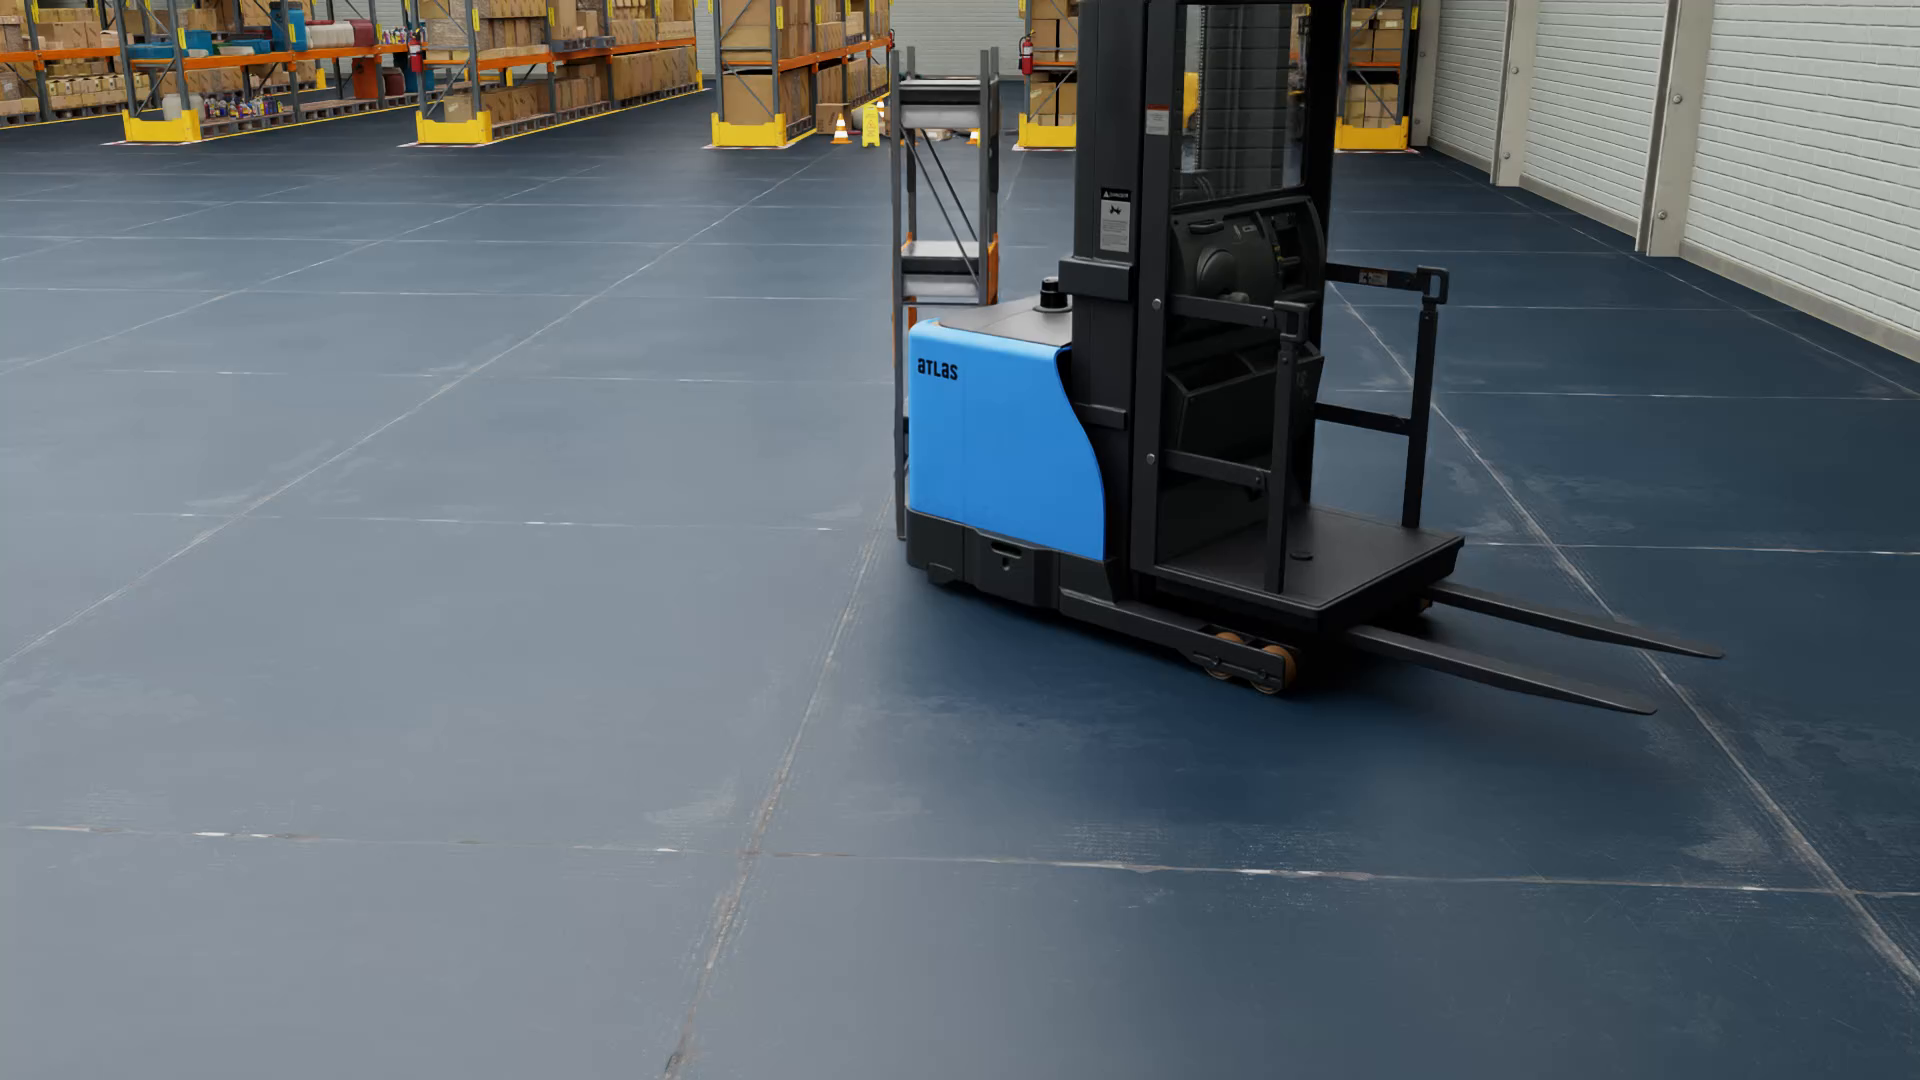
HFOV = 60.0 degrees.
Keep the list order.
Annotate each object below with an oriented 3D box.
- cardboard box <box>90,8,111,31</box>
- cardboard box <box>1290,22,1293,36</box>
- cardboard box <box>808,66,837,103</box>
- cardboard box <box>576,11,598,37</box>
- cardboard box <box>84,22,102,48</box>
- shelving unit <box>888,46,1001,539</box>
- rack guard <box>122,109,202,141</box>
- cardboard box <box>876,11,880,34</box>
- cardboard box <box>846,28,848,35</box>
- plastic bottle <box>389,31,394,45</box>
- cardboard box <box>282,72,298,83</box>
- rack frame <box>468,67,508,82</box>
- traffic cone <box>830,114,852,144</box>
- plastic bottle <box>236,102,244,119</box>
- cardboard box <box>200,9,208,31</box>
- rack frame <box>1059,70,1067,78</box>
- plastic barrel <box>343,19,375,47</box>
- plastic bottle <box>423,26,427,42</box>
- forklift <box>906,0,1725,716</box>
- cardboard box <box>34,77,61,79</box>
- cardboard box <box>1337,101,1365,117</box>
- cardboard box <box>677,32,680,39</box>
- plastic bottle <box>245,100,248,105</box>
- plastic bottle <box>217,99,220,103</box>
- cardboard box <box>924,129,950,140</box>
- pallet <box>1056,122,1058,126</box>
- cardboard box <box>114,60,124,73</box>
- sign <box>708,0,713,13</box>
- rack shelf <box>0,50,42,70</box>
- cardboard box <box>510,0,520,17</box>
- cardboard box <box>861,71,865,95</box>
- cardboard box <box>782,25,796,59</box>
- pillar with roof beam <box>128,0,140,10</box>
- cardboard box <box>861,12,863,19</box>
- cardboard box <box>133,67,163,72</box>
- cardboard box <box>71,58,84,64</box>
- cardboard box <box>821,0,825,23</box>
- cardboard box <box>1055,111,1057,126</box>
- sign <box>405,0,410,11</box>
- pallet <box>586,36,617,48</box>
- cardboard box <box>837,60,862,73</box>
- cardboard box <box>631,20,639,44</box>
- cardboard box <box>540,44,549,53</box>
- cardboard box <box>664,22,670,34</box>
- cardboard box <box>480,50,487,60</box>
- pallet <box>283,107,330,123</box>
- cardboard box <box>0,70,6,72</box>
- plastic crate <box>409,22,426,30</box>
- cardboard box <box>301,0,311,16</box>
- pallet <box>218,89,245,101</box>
[{"bbox_3d":[-22.093,-13.044,41.933,0.980,0.700,0.700,1,18,3],"label":"cardboard box"},{"bbox_3d":[6.746,-10.018,32.617,0.500,0.250,0.500,2,18,6],"label":"cardboard box"},{"bbox_3d":[-3.030,-9.000,33.011,1.050,0.750,0.750,2,18,5],"label":"cardboard box"},{"bbox_3d":[-7.716,-10.373,33.428,0.700,0.500,0.500,4,19,12],"label":"cardboard box"},{"bbox_3d":[-17.761,-10.219,33.631,0.500,0.500,0.500,0,18,1],"label":"cardboard box"},{"bbox_3d":[-0.058,-1.073,7.325,0.431,2.100,0.503,2,18,6],"label":"shelving unit"},{"bbox_3d":[-13.332,-6.933,27.778,1.175,0.500,0.348,1,18,4],"label":"rack guard"},{"bbox_3d":[-2.163,-12.217,39.252,0.500,0.500,0.500,1,18,3],"label":"cardboard box"},{"bbox_3d":[-2.565,-10.710,35.020,0.380,0.149,0.250,2,18,7],"label":"cardboard box"},{"bbox_3d":[-12.275,-10.837,35.865,0.061,0.283,0.133,1,18,4],"label":"plastic bottle"},{"bbox_3d":[-16.975,-11.611,41.749,0.500,0.250,0.500,1,18,4],"label":"cardboard box"},{"bbox_3d":[-12.144,-13.065,42.479,1.000,3.000,0.127,1,18,4],"label":"rack frame"},{"bbox_3d":[-1.956,-6.771,27.344,0.336,0.463,0.334,1,18,4],"label":"traffic cone"},{"bbox_3d":[-12.815,-7.640,29.579,0.061,0.283,0.133,2,18,5],"label":"plastic bottle"},{"bbox_3d":[-17.614,-11.825,37.858,0.700,0.500,0.500,4,19,13],"label":"cardboard box"},{"bbox_3d":[1.821,-9.007,30.093,1.000,3.000,0.127,1,18,4],"label":"rack frame"},{"bbox_3d":[-12.448,-10.495,34.415,0.600,0.536,0.708,1,18,4],"label":"plastic barrel"},{"bbox_3d":[-12.170,-11.507,37.802,0.144,0.351,0.185,1,18,4],"label":"plastic bottle"},{"bbox_3d":[1.210,-1.041,5.893,3.031,2.935,1.130,16,24,39],"label":"forklift"},{"bbox_3d":[-18.132,-9.058,33.092,0.500,0.311,0.500,1,18,4],"label":"cardboard box"},{"bbox_3d":[6.208,-6.943,26.734,0.500,0.250,0.500,1,18,3],"label":"cardboard box"},{"bbox_3d":[-7.010,-12.243,40.372,0.380,0.149,0.250,2,18,5],"label":"cardboard box"},{"bbox_3d":[-12.921,-7.842,30.195,0.061,0.283,0.133,1,18,4],"label":"plastic bottle"},{"bbox_3d":[-13.542,-7.906,30.390,0.061,0.283,0.133,2,18,6],"label":"plastic bottle"},{"bbox_3d":[-0.387,-6.862,28.125,0.380,0.149,0.250,12,22,32],"label":"cardboard box"},{"bbox_3d":[1.723,-7.092,28.728,1.003,0.211,1.213,1,18,4],"label":"pallet"},{"bbox_3d":[-21.976,-12.079,42.808,0.700,0.500,0.500,1,18,4],"label":"cardboard box"},{"bbox_3d":[-3.951,-8.523,26.376,0.100,0.325,0.005,1,18,4],"label":"sign"},{"bbox_3d":[-18.088,-8.487,29.663,1.077,0.370,4.000,1,18,4],"label":"rack shelf"},{"bbox_3d":[-7.932,-9.280,28.683,0.500,0.500,0.500,1,18,4],"label":"cardboard box"},{"bbox_3d":[-2.389,-10.187,37.036,0.500,0.500,0.500,1,18,3],"label":"cardboard box"},{"bbox_3d":[-3.246,-8.373,27.919,0.875,0.550,0.550,1,18,4],"label":"cardboard box"},{"bbox_3d":[-18.400,-16.899,44.545,9.100,9.000,0.400,1,18,4],"label":"pillar with roof beam"},{"bbox_3d":[-2.384,-11.804,37.404,0.380,0.149,0.250,2,18,6],"label":"cardboard box"},{"bbox_3d":[-17.825,-10.383,36.398,0.500,0.250,0.500,2,18,6],"label":"cardboard box"},{"bbox_3d":[-21.912,-11.859,41.095,0.380,0.149,0.250,1,18,2],"label":"cardboard box"},{"bbox_3d":[-2.985,-10.236,32.079,0.700,0.500,0.500,1,18,3],"label":"cardboard box"},{"bbox_3d":[1.369,-7.075,27.939,0.500,0.250,0.500,1,18,4],"label":"cardboard box"},{"bbox_3d":[-8.902,-8.705,26.804,0.100,0.325,0.005,1,18,4],"label":"sign"},{"bbox_3d":[-7.722,-10.155,33.906,1.213,0.211,1.003,1,18,4],"label":"pallet"},{"bbox_3d":[-2.425,-10.378,36.413,0.500,0.250,0.500,0,18,1],"label":"cardboard box"},{"bbox_3d":[-7.365,-11.137,36.434,0.500,0.500,0.500,1,18,4],"label":"cardboard box"},{"bbox_3d":[-7.786,-9.035,30.583,0.380,0.149,0.250,1,18,4],"label":"cardboard box"},{"bbox_3d":[-7.154,-12.077,39.226,0.500,0.250,0.500,1,18,4],"label":"cardboard box"},{"bbox_3d":[-8.055,-8.027,27.505,0.380,0.149,0.250,1,18,4],"label":"cardboard box"},{"bbox_3d":[-12.986,-8.258,32.286,1.003,0.211,1.213,1,18,4],"label":"pallet"},{"bbox_3d":[-18.290,-8.562,31.274,0.500,0.500,0.500,1,18,4],"label":"cardboard box"},{"bbox_3d":[-12.737,-11.997,39.147,0.392,0.384,0.575,1,18,4],"label":"plastic crate"},{"bbox_3d":[-16.842,-13.555,42.208,0.500,0.500,0.500,1,18,3],"label":"cardboard box"},{"bbox_3d":[-17.391,-10.356,38.690,1.003,0.211,1.213,1,18,4],"label":"pallet"}]
